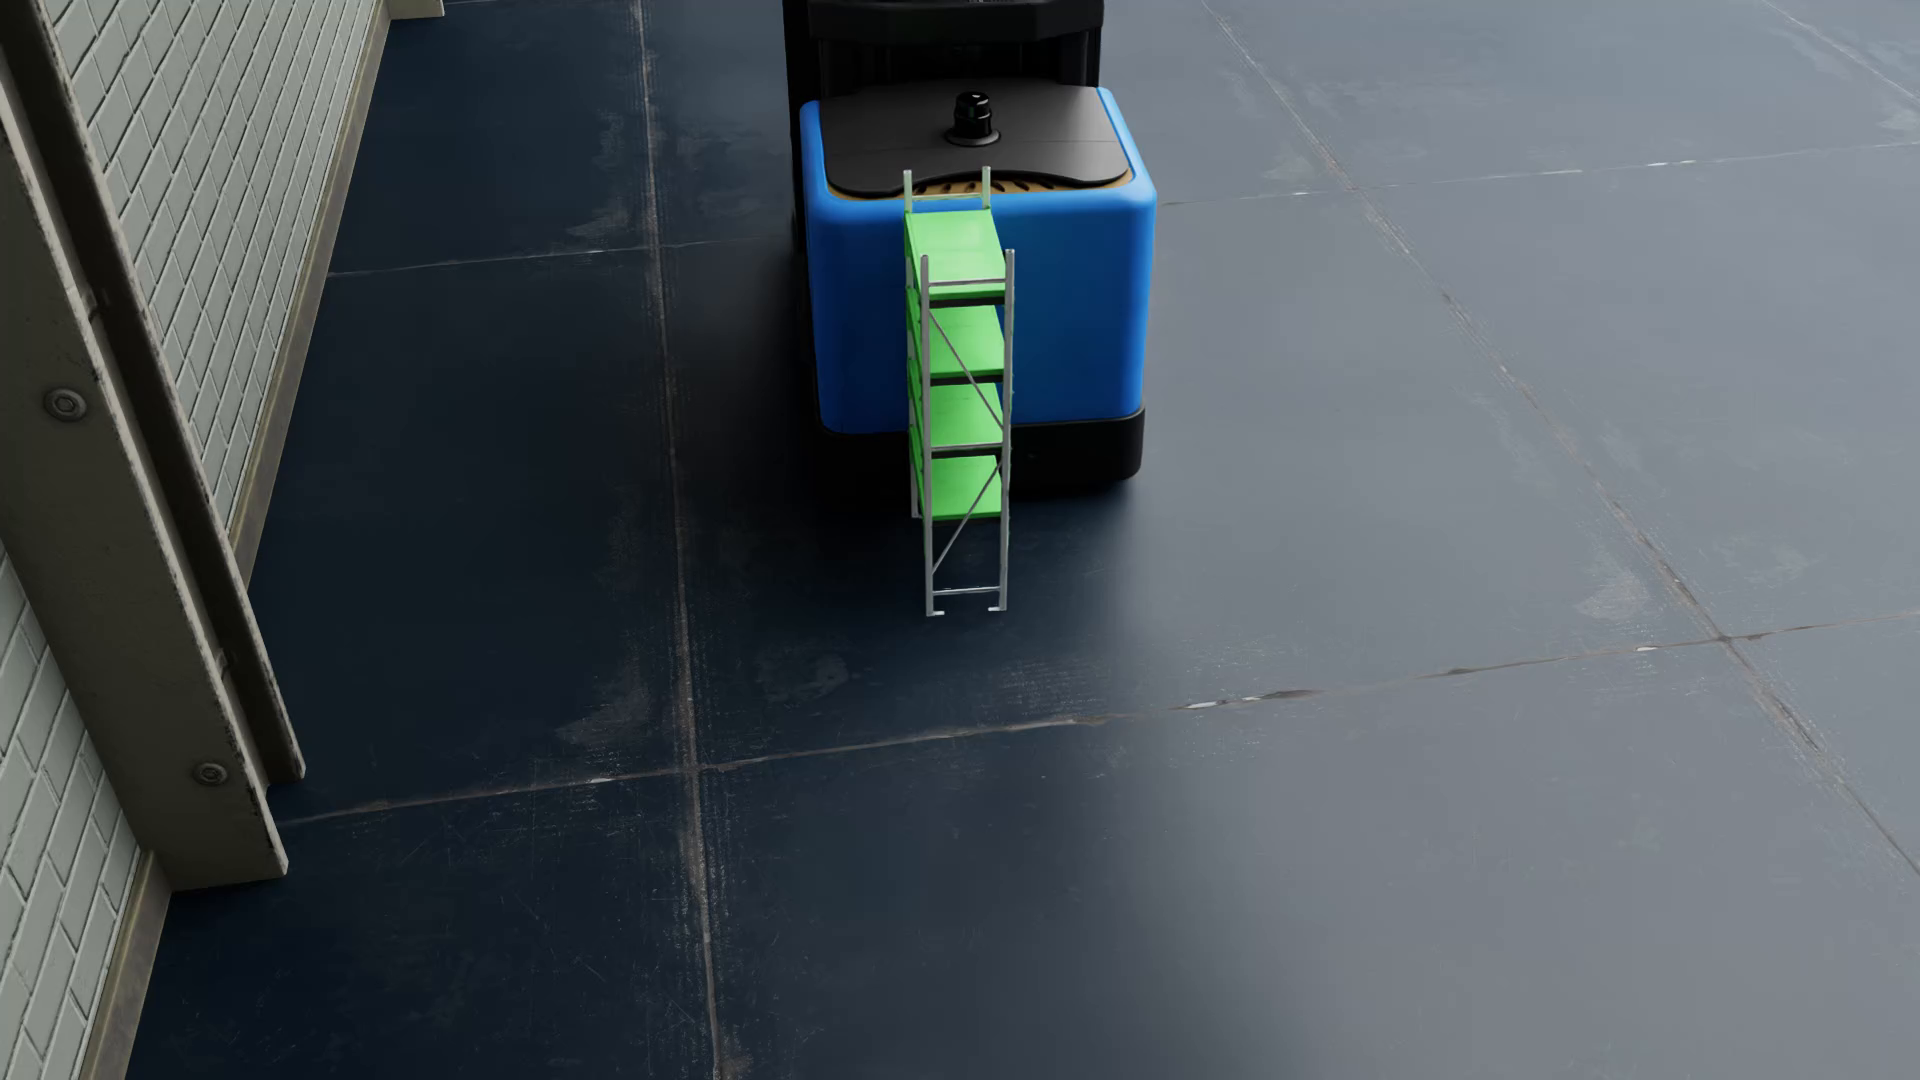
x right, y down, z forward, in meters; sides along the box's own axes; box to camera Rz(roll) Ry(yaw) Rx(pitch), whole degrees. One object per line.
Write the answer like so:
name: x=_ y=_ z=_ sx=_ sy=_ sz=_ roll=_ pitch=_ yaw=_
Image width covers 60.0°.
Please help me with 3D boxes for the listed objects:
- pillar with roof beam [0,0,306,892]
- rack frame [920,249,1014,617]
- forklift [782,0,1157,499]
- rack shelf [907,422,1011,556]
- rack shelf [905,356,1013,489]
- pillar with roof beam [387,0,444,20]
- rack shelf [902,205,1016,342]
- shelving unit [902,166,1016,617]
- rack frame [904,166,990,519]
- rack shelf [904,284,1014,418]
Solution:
pillar with roof beam: x=2.362 y=-3.277 z=2.133 sx=9.100 sy=9.000 sz=0.400 roll=-6 pitch=38 yaw=-8
rack frame: x=0.019 y=-0.257 z=4.603 sx=0.240 sy=1.200 sz=0.015 roll=-4 pitch=38 yaw=-5
forklift: x=-0.087 y=-2.183 z=5.671 sx=1.130 sy=2.935 sz=3.031 roll=-4 pitch=38 yaw=-5
rack shelf: x=-0.009 y=-0.166 z=4.981 sx=0.258 sy=0.148 sz=0.480 roll=-4 pitch=38 yaw=-5
rack shelf: x=-0.009 y=-0.355 z=4.833 sx=0.258 sy=0.148 sz=0.480 roll=-4 pitch=38 yaw=-5
pillar with roof beam: x=1.310 y=-6.901 z=6.798 sx=9.100 sy=9.000 sz=0.400 roll=-6 pitch=38 yaw=-8
rack shelf: x=-0.009 y=-0.734 z=4.539 sx=0.258 sy=0.148 sz=0.480 roll=-4 pitch=38 yaw=-5
shelving unit: x=-0.009 y=-0.406 z=4.794 sx=0.258 sy=1.200 sz=0.503 roll=-4 pitch=38 yaw=-5
rack frame: x=-0.036 y=-0.554 z=4.986 sx=0.240 sy=1.200 sz=0.015 roll=-4 pitch=38 yaw=-5
rack shelf: x=-0.009 y=-0.545 z=4.686 sx=0.258 sy=0.148 sz=0.480 roll=-4 pitch=38 yaw=-5
